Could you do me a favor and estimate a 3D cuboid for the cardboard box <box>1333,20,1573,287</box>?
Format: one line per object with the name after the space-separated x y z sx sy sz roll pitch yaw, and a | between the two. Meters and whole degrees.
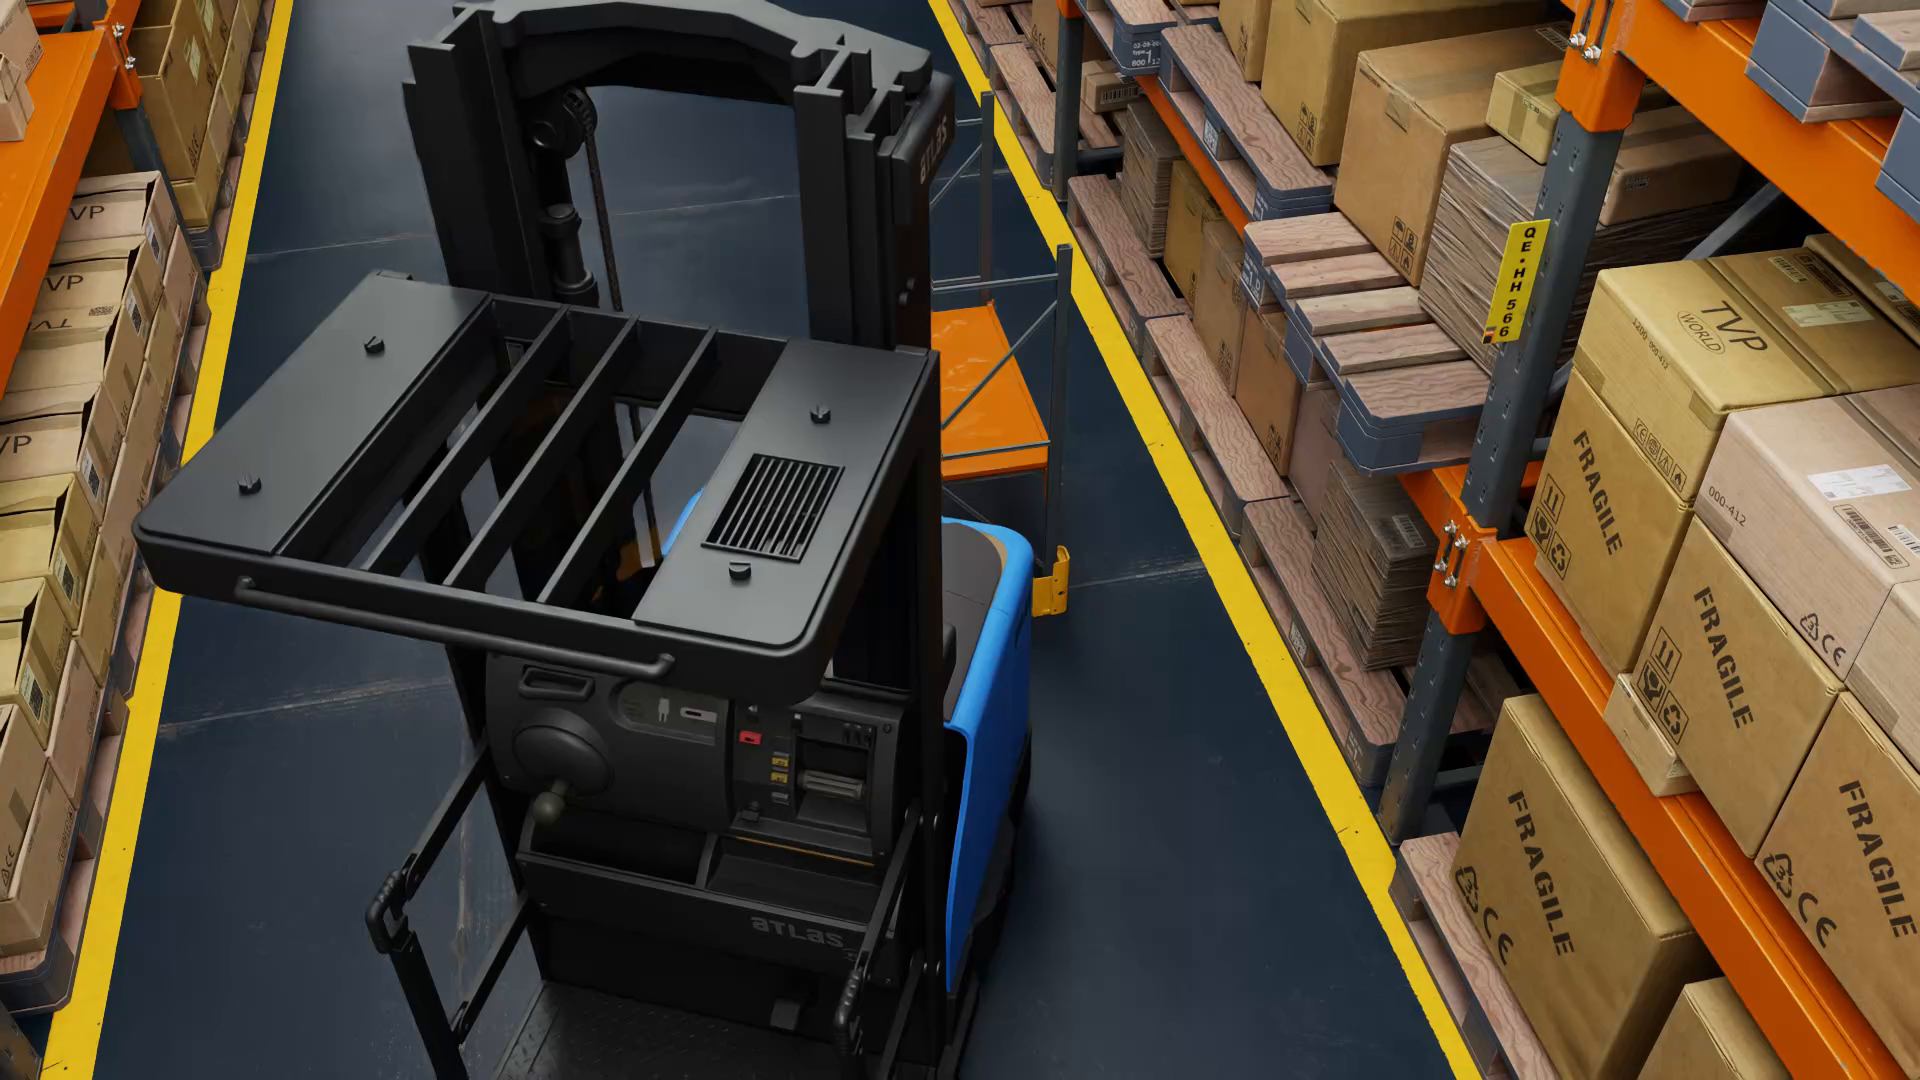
1.557 -1.138 4.866 0.700 0.500 0.500 -12 43 -13 | cardboard box

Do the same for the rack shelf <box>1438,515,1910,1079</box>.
2.247 1.291 3.078 1.077 0.370 4.000 -8 42 -9 | rack shelf

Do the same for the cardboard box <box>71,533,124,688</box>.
-3.074 0.266 5.446 0.500 0.250 0.500 -9 42 -10 | cardboard box

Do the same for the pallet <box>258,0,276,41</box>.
-4.542 -3.215 9.713 1.003 0.211 1.213 -8 42 -9 | pallet

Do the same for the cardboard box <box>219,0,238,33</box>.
-4.004 -2.882 8.427 0.500 0.500 0.500 -8 42 -9 | cardboard box

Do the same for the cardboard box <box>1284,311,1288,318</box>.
1.431 -0.955 6.053 0.500 0.250 0.500 -9 42 -9 | cardboard box

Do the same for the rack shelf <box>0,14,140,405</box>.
-3.452 -0.590 5.197 1.077 0.370 4.000 -8 42 -9 | rack shelf

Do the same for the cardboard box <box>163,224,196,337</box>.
-3.512 -1.057 6.936 0.500 0.250 0.500 -9 42 -10 | cardboard box

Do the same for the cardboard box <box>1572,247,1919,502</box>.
1.668 -0.361 3.518 0.500 0.250 0.500 -7 42 -8 | cardboard box

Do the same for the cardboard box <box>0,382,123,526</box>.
-3.188 -0.286 5.645 0.500 0.311 0.500 -9 42 -10 | cardboard box

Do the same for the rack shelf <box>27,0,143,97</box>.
-4.316 -3.182 8.118 1.077 0.370 4.000 -8 42 -9 | rack shelf

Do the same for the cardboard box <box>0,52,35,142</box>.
-3.515 -1.561 5.850 0.396 0.266 0.258 -9 42 -10 | cardboard box

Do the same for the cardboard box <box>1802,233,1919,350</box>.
2.166 -0.454 3.623 0.500 0.250 0.500 -7 42 -8 | cardboard box

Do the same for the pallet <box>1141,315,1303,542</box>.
1.388 -0.528 6.685 1.003 0.211 1.213 -8 42 -9 | pallet

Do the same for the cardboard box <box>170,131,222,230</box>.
-3.688 -1.628 7.579 0.500 0.250 0.500 -8 42 -9 | cardboard box

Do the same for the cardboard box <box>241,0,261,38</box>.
-4.114 -2.925 9.041 0.500 0.250 0.500 -8 42 -9 | cardboard box

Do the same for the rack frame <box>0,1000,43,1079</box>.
-3.021 0.438 3.497 1.000 3.000 0.127 -8 42 -9 | rack frame

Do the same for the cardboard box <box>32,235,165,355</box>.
-3.398 -0.936 6.377 0.500 0.311 0.500 -7 42 -8 | cardboard box

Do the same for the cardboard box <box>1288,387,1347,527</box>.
1.611 -0.314 5.896 0.700 0.500 0.500 -8 42 -9 | cardboard box

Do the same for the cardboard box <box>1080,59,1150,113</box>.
0.807 -2.315 8.401 0.380 0.166 0.250 -14 43 -15 | cardboard box

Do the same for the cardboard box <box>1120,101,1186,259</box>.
1.127 -1.622 7.370 0.700 0.500 0.500 -7 42 -8 | cardboard box

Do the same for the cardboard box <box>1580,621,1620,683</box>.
1.706 0.223 3.913 0.380 0.149 0.250 -8 42 -9 | cardboard box

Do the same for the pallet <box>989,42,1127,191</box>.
0.773 -2.255 8.631 1.003 0.211 1.213 -8 42 -9 | pallet

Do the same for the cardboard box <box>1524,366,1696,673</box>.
1.670 -0.079 3.765 0.500 0.500 0.500 -7 42 -8 | cardboard box

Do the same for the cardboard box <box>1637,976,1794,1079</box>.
2.029 1.437 3.675 0.750 0.750 0.750 -9 42 -9 | cardboard box

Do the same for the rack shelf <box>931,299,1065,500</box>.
-0.018 -0.482 5.934 0.538 0.185 1.000 -8 42 -9 | rack shelf

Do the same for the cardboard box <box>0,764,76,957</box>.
-2.847 0.927 4.701 0.500 0.250 0.500 -8 42 -9 | cardboard box

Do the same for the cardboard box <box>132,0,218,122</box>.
-3.794 -2.233 7.696 0.500 0.500 0.500 -8 42 -9 | cardboard box

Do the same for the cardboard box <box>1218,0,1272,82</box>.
1.315 -1.949 5.779 0.700 0.500 0.500 -3 42 -3 | cardboard box

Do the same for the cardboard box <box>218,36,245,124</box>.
-3.894 -2.278 8.311 0.500 0.250 0.500 -8 42 -9 | cardboard box

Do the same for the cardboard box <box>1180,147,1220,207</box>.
1.226 -1.618 6.800 0.500 0.250 0.500 -9 42 -10 | cardboard box

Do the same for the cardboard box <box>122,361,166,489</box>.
-3.293 -0.397 6.192 0.500 0.250 0.500 -7 42 -8 | cardboard box

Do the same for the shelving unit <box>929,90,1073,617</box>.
-0.016 -0.610 5.808 0.587 1.500 1.083 -8 42 -9 | shelving unit

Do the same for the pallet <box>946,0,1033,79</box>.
0.506 -3.047 9.524 1.003 0.211 1.213 -8 42 -9 | pallet

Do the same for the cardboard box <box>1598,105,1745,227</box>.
1.712 -0.938 4.152 0.380 0.149 0.250 -14 43 -15 | cardboard box

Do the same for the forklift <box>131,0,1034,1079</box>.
-0.633 0.550 3.422 1.130 2.935 3.031 9 42 10 | forklift

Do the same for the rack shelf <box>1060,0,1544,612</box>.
1.384 -1.302 5.999 1.077 0.370 4.000 -8 42 -9 | rack shelf

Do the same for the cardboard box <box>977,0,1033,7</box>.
0.383 -3.376 9.345 0.700 0.500 0.500 -11 43 -12 | cardboard box

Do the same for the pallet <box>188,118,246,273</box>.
-4.015 -1.634 7.931 1.003 0.211 1.213 -8 42 -9 | pallet

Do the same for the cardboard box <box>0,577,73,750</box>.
-2.969 0.378 4.897 0.500 0.311 0.500 -9 42 -10 | cardboard box

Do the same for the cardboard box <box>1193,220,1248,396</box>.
1.358 -0.958 6.621 0.700 0.500 0.500 -8 42 -9 | cardboard box

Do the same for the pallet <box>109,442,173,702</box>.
-3.420 0.152 5.920 1.003 0.211 1.213 -8 42 -9 | pallet

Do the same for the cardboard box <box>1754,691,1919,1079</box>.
1.880 0.584 3.019 0.500 0.500 0.500 -9 42 -9 | cardboard box

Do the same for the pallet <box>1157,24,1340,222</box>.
1.348 -1.480 5.802 1.003 0.211 1.213 -8 42 -9 | pallet

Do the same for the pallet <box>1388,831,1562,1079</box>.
1.912 1.290 4.637 1.003 0.211 1.213 -8 42 -9 | pallet

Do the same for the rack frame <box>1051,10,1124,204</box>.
0.952 -2.867 7.221 1.000 3.000 0.127 -8 42 -9 | rack frame

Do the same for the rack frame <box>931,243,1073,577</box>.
0.091 -0.287 5.443 0.500 1.500 0.032 -8 42 -9 | rack frame
